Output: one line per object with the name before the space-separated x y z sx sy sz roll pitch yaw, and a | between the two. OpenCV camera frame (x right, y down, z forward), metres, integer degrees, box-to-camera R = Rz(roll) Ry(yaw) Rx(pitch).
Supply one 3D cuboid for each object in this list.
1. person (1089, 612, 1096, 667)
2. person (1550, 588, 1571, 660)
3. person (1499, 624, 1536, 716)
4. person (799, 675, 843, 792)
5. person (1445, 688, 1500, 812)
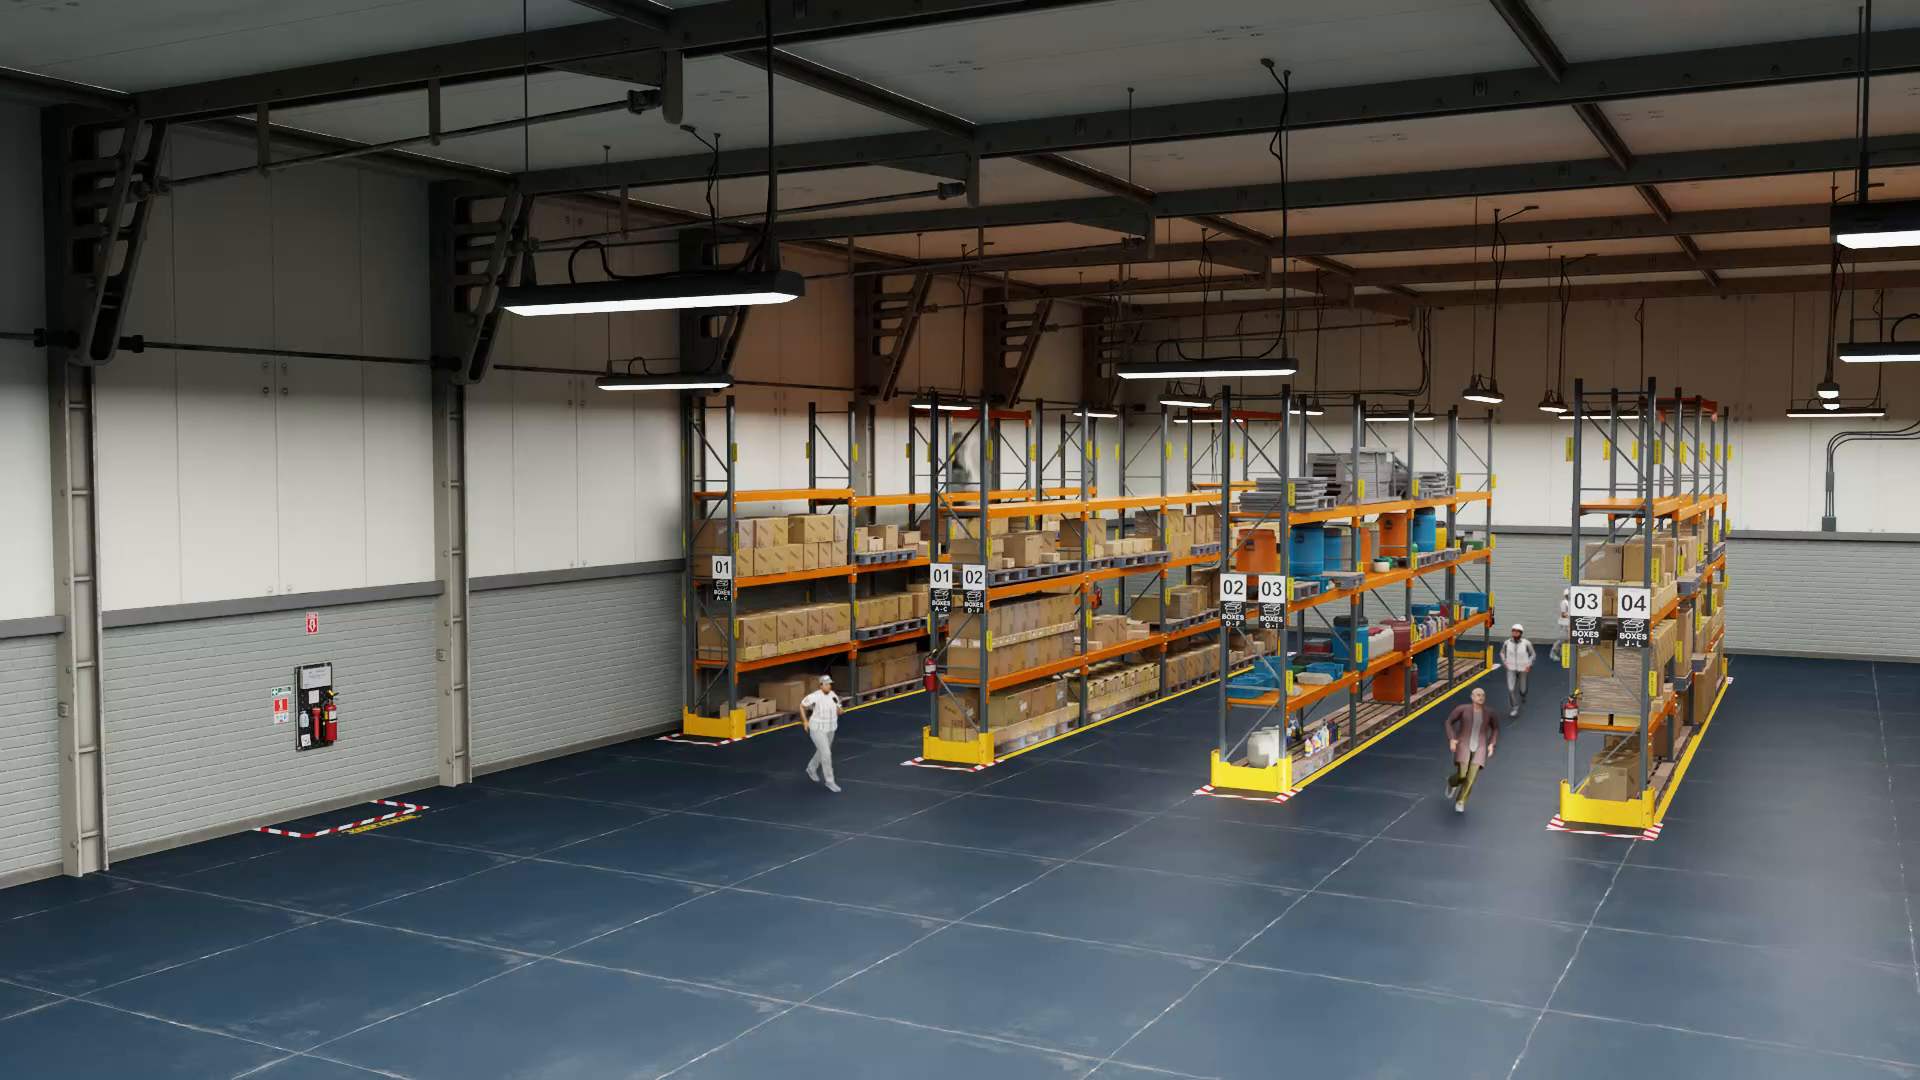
person | 2.752 2.329 35.363 0.560 1.621 0.574 1 3 26
person | 14.542 2.015 39.710 0.704 1.730 0.840 -2 4 -35
person | 10.677 2.480 31.872 0.678 1.740 0.680 1 3 22
person | -2.045 2.849 24.760 0.592 1.690 0.908 -3 4 -45
person | 7.189 2.922 23.287 0.753 1.701 0.684 0 3 5
